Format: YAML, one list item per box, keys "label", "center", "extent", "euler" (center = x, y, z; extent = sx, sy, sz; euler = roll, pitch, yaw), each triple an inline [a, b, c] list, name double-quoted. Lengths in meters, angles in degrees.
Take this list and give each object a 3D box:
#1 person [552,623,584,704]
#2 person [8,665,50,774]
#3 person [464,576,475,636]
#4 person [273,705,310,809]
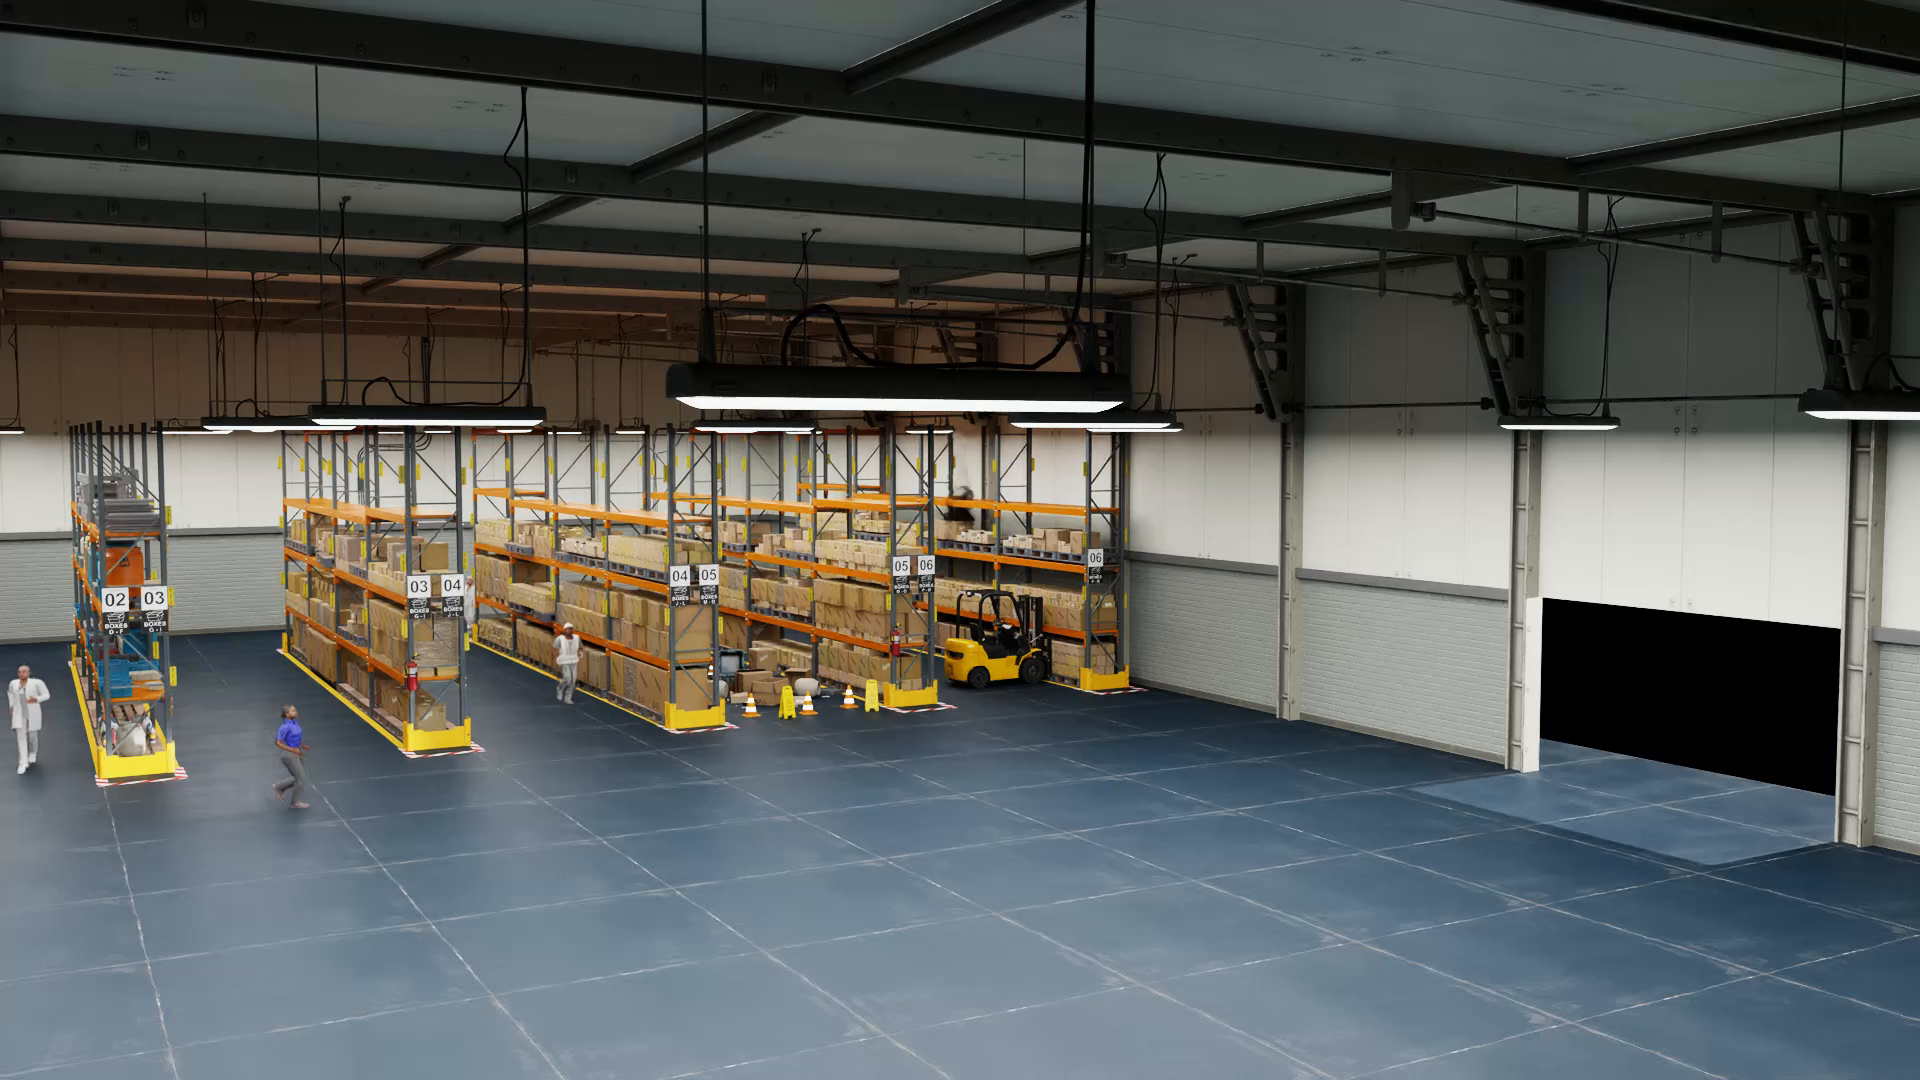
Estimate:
- label: "person"
  center: [-8.372, 2.647, 35.686]
  extent: [0.666, 1.746, 0.618]
  euler: [-2, 4, -33]
- label: "person"
  center: [-16.087, 3.100, 28.718]
  extent: [0.686, 1.714, 0.987]
  euler: [-1, 4, -19]
- label: "person"
  center: [-14.060, 1.897, 47.892]
  extent: [0.660, 1.747, 0.721]
  euler: [1, 4, 21]
- label: "person"
  center: [-10.339, 3.339, 25.620]
  extent: [0.595, 1.593, 0.575]
  euler: [0, 4, 1]
